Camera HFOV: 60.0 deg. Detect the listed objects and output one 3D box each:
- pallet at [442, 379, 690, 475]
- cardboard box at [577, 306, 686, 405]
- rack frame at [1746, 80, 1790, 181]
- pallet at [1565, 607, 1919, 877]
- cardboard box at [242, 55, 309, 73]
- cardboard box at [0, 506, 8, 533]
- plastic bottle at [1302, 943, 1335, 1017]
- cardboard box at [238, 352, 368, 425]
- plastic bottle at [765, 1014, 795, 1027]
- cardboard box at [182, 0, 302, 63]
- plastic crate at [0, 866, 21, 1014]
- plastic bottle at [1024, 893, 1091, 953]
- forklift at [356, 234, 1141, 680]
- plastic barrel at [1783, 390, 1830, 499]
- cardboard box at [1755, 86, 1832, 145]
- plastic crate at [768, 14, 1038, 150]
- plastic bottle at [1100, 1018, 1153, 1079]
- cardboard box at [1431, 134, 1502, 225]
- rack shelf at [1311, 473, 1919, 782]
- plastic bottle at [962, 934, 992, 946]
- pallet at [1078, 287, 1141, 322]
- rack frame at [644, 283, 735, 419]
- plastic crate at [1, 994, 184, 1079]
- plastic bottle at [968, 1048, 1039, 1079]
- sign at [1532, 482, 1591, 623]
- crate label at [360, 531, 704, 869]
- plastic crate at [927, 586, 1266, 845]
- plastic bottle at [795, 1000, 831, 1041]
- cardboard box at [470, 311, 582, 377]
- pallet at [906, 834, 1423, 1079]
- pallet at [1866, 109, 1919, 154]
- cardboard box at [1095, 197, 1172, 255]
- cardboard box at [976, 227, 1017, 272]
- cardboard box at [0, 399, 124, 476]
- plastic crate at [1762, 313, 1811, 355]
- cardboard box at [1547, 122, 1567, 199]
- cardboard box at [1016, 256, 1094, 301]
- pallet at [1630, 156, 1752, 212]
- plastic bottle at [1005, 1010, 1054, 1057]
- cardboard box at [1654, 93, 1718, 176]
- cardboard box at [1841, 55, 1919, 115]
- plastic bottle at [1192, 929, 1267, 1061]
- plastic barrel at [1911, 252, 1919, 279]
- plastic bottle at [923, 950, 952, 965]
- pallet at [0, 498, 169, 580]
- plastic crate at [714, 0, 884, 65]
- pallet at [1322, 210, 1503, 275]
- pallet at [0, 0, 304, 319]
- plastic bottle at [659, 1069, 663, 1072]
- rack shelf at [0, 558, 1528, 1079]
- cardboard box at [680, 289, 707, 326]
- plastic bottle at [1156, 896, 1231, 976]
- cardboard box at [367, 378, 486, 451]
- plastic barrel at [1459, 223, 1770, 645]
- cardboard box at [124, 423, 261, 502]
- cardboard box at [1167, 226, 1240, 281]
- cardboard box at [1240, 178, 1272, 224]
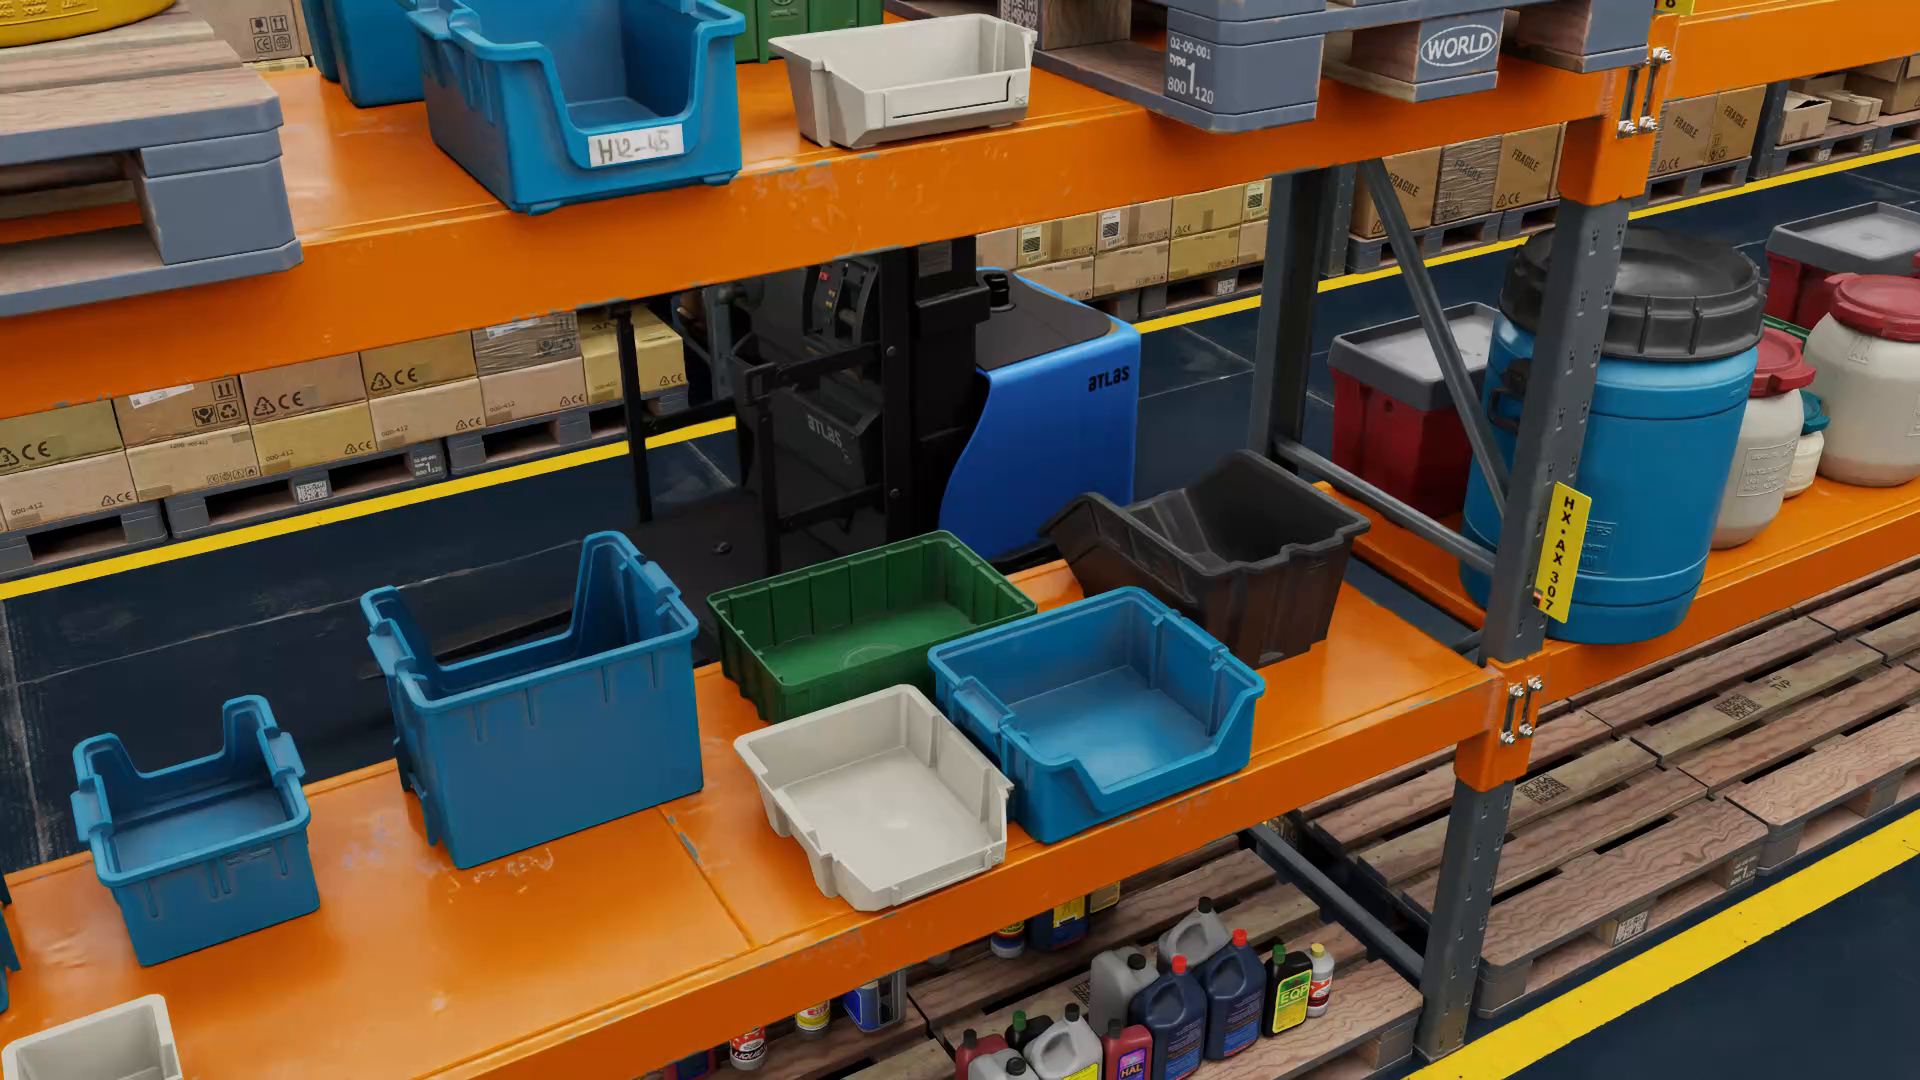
[{"bbox_3d":[-2.108,-0.747,8.384,1.213,0.211,1.003,-16,33,-26],"label":"pallet"},{"bbox_3d":[-1.690,-0.920,8.224,0.500,0.250,0.500,-16,33,-26],"label":"cardboard box"},{"bbox_3d":[5.496,-4.103,11.580,0.127,3.000,1.000,-16,33,-26],"label":"rack frame"},{"bbox_3d":[2.816,0.632,5.887,1.213,0.211,1.003,-16,33,-26],"label":"pallet"},{"bbox_3d":[-2.850,-1.940,6.886,0.250,0.149,0.380,-15,32,-25],"label":"cardboard box"},{"bbox_3d":[-4.275,-0.184,6.890,0.500,0.250,0.500,-16,33,-26],"label":"cardboard box"},{"bbox_3d":[0.950,1.171,4.465,0.097,0.201,0.097,0,29,0],"label":"plastic bottle"},{"bbox_3d":[-2.980,-0.879,7.373,0.500,0.500,0.500,-16,33,-26],"label":"cardboard box"},{"bbox_3d":[-0.491,1.107,4.425,0.185,0.351,0.144,-14,32,-24],"label":"plastic bottle"},{"bbox_3d":[-3.078,-2.277,6.825,0.500,0.500,0.700,-16,33,-26],"label":"cardboard box"},{"bbox_3d":[-2.064,0.717,3.001,0.616,0.251,0.499,-16,33,-26],"label":"plastic crate"},{"bbox_3d":[0.272,0.972,4.671,0.185,0.351,0.144,-16,33,-26],"label":"plastic bottle"},{"bbox_3d":[-0.749,-0.931,5.903,3.031,2.935,1.130,-20,35,-32],"label":"forklift"},{"bbox_3d":[2.324,-0.280,4.796,0.301,0.262,0.301,0,29,0],"label":"plastic barrel"},{"bbox_3d":[5.968,-3.131,12.147,0.500,0.311,0.500,-16,33,-26],"label":"cardboard box"},{"bbox_3d":[-0.074,-0.717,2.613,0.396,0.136,0.243,-16,33,-26],"label":"plastic crate"},{"bbox_3d":[0.411,1.298,4.149,0.133,0.283,0.061,-14,32,-23],"label":"plastic bottle"},{"bbox_3d":[3.033,-2.345,10.526,0.500,0.500,0.500,-17,33,-28],"label":"cardboard box"},{"bbox_3d":[2.830,-0.255,5.352,4.000,0.370,1.077,-16,33,-26],"label":"rack shelf"},{"bbox_3d":[0.036,0.958,4.696,0.185,0.351,0.144,-17,33,-28],"label":"plastic bottle"},{"bbox_3d":[0.267,-1.421,9.607,1.213,0.211,1.003,-16,33,-26],"label":"pallet"},{"bbox_3d":[-1.401,-2.145,8.032,0.127,3.000,1.000,-16,33,-26],"label":"rack frame"},{"bbox_3d":[-1.409,0.929,2.735,0.250,0.136,0.298,-16,33,-26],"label":"plastic crate"},{"bbox_3d":[0.110,1.361,4.042,0.135,0.276,0.152,-15,32,-25],"label":"plastic bottle"},{"bbox_3d":[1.374,0.030,3.804,0.005,0.325,0.100,-16,33,-26],"label":"sign"},{"bbox_3d":[-0.894,0.320,3.529,0.616,0.435,0.502,-16,33,-26],"label":"crate label"},{"bbox_3d":[0.289,0.369,3.631,0.616,0.251,0.499,-16,33,-26],"label":"plastic crate"},{"bbox_3d":[-0.392,1.212,4.390,0.097,0.201,0.097,0,29,0],"label":"plastic bottle"},{"bbox_3d":[-2.127,-1.131,7.830,0.500,0.500,0.500,-16,33,-26],"label":"cardboard box"},{"bbox_3d":[0.505,1.288,4.698,1.213,0.211,1.003,-16,33,-26],"label":"pallet"},{"bbox_3d":[7.142,-3.350,13.103,1.213,0.211,1.003,-16,33,-26],"label":"pallet"},{"bbox_3d":[0.839,-1.866,9.358,0.500,0.311,0.500,-16,33,-27],"label":"cardboard box"},{"bbox_3d":[-0.039,-1.615,8.903,0.500,0.311,0.500,-17,33,-28],"label":"cardboard box"},{"bbox_3d":[-3.845,-0.636,6.932,0.500,0.500,0.500,-16,33,-26],"label":"cardboard box"},{"bbox_3d":[2.464,-0.531,5.328,0.662,0.188,0.450,-16,33,-26],"label":"plastic crate"},{"bbox_3d":[3.916,-2.596,10.980,0.500,0.500,0.500,-17,33,-28],"label":"cardboard box"},{"bbox_3d":[0.398,-1.497,9.269,0.500,0.250,0.500,-15,32,-25],"label":"cardboard box"},{"bbox_3d":[4.814,-2.667,11.865,1.213,0.211,1.003,-16,33,-26],"label":"pallet"},{"bbox_3d":[0.178,1.284,4.176,0.133,0.283,0.061,-16,33,-26],"label":"plastic bottle"},{"bbox_3d":[4.786,-2.844,11.430,0.500,0.500,0.500,-16,33,-26],"label":"cardboard box"},{"bbox_3d":[7.114,-3.665,12.914,0.637,0.503,0.797,-16,33,-26],"label":"cardboard box"},{"bbox_3d":[0.696,1.165,4.322,0.185,0.351,0.144,-17,33,-28],"label":"plastic bottle"},{"bbox_3d":[3.047,-0.568,5.034,0.433,0.535,0.433,0,29,0],"label":"plastic barrel"},{"bbox_3d":[-0.072,1.044,4.622,0.097,0.271,0.097,0,29,0],"label":"plastic bottle"},{"bbox_3d":[-4.212,-0.149,7.302,1.213,0.211,1.003,-16,33,-26],"label":"pallet"},{"bbox_3d":[-0.393,-1.028,3.123,0.450,0.188,0.336,-16,33,-26],"label":"plastic crate"},{"bbox_3d":[2.711,-2.070,10.782,1.213,0.211,1.003,-16,33,-26],"label":"pallet"},{"bbox_3d":[-1.581,-0.494,2.131,1.213,0.211,1.003,-16,33,-26],"label":"pallet"},{"bbox_3d":[-0.751,1.216,4.305,0.135,0.276,0.152,-16,33,-26],"label":"plastic bottle"},{"bbox_3d":[-0.619,0.724,3.578,4.000,0.370,1.077,-16,33,-26],"label":"rack shelf"},{"bbox_3d":[-1.190,-1.347,8.997,0.500,0.250,0.500,-16,33,-27],"label":"cardboard box"},{"bbox_3d":[0.623,1.104,4.430,0.185,0.351,0.144,-16,33,-26],"label":"plastic bottle"},{"bbox_3d":[-2.550,-0.673,7.777,0.500,0.250,0.500,-16,33,-26],"label":"cardboard box"},{"bbox_3d":[1.592,-0.268,4.113,0.708,0.901,0.600,-16,33,-26],"label":"plastic barrel"},{"bbox_3d":[-3.414,-0.430,7.336,0.500,0.250,0.500,-16,33,-26],"label":"cardboard box"},{"bbox_3d":[1.275,-1.746,9.720,0.500,0.250,0.500,-16,33,-27],"label":"cardboard box"},{"bbox_3d":[1.721,-2.119,9.815,0.500,0.311,0.500,-15,32,-25],"label":"cardboard box"}]
